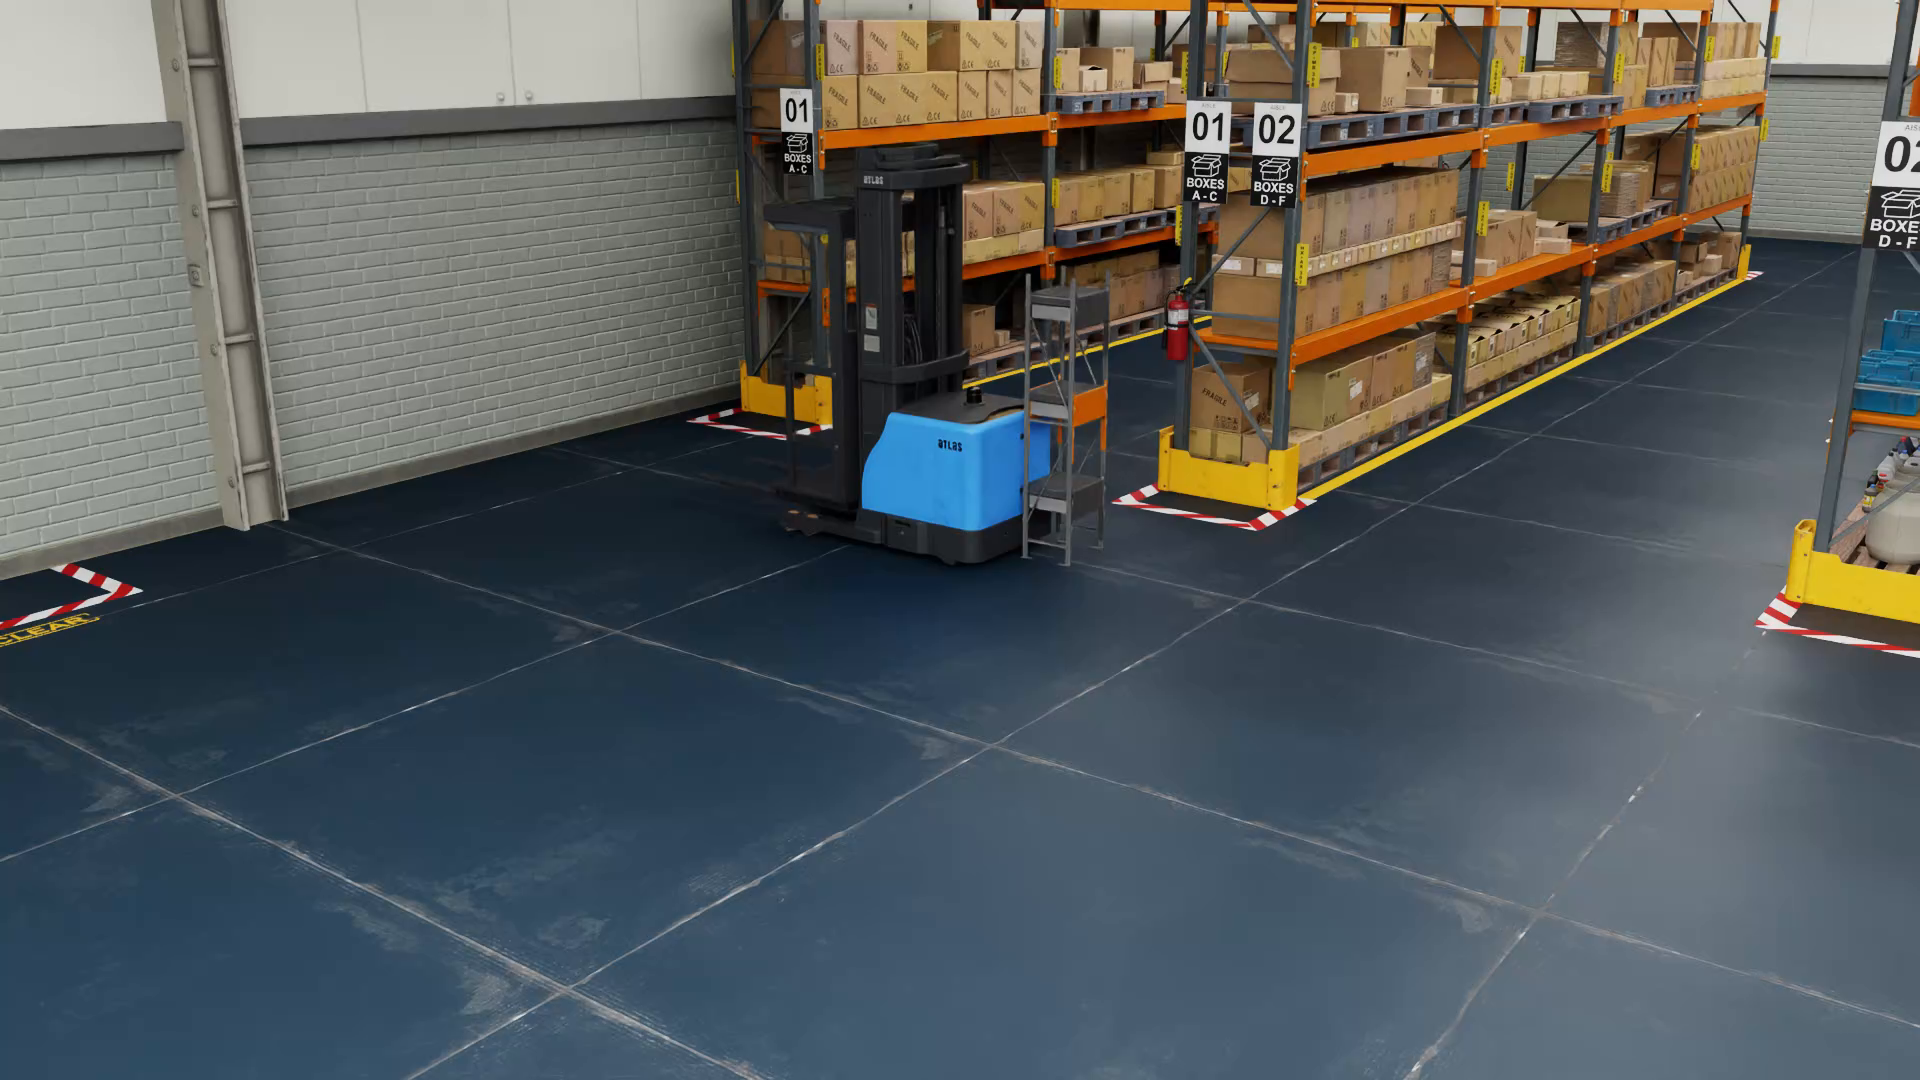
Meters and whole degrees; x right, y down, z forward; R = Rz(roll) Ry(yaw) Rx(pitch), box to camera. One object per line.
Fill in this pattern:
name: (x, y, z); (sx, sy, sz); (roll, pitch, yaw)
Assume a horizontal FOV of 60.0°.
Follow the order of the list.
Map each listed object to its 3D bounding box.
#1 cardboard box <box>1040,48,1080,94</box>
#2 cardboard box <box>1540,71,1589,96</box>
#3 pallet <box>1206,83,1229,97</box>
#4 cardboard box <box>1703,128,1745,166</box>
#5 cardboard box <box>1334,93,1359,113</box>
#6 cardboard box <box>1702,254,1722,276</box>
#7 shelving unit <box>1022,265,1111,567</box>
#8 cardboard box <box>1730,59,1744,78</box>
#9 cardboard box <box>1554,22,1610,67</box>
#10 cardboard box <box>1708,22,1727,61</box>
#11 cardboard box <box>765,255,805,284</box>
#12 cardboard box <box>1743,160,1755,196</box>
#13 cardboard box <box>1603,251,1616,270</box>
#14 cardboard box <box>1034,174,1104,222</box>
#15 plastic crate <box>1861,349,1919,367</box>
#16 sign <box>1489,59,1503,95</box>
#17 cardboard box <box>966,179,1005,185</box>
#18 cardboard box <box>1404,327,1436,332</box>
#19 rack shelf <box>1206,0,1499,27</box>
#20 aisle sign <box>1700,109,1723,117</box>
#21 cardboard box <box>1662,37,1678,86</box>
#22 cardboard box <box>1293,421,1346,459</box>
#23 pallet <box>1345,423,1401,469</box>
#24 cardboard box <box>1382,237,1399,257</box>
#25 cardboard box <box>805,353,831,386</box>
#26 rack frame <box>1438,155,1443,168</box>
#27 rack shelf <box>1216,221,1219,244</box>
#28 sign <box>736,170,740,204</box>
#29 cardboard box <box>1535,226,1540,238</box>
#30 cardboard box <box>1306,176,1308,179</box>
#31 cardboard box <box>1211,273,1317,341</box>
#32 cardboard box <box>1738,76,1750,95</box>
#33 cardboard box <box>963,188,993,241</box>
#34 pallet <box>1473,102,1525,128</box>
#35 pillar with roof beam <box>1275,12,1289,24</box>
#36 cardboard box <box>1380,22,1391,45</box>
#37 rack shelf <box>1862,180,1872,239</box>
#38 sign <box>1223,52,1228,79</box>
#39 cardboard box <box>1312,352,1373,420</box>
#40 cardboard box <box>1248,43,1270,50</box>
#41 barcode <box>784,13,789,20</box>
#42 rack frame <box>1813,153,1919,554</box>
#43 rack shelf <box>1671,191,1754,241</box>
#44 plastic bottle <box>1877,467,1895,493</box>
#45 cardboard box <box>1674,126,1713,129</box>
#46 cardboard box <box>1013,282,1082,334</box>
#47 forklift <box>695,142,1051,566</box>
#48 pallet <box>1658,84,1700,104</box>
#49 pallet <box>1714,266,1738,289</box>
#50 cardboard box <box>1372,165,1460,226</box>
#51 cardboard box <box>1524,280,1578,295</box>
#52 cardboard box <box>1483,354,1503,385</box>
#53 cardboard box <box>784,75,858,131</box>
cardboard box: (1.035, -5.435, 19.254); (0.500, 0.500, 0.500); (16, 24, 42)
cardboard box: (6.784, -5.160, 18.789); (0.500, 0.250, 0.500); (11, 20, 31)
pallet: (3.369, -6.096, 22.577); (1.213, 0.211, 1.003); (14, 22, 37)
cardboard box: (11.125, -5.748, 24.341); (0.500, 0.500, 0.500); (13, 22, 36)
cardboard box: (3.085, -3.640, 13.830); (0.380, 0.149, 0.250); (12, 21, 35)
cardboard box: (11.059, -4.125, 24.864); (0.500, 0.250, 0.500); (12, 21, 35)
shelving unit: (0.769, -0.899, 12.098); (0.431, 2.100, 0.503); (11, 21, 32)
cardboard box: (10.783, -6.696, 23.602); (0.500, 0.250, 0.500); (12, 21, 35)
cardboard box: (7.274, -5.777, 19.377); (0.500, 0.500, 0.500); (12, 21, 35)
cardboard box: (10.063, -6.844, 22.812); (0.700, 0.500, 0.500); (12, 21, 35)
cardboard box: (-1.616, -2.769, 16.822); (0.500, 0.250, 0.500); (13, 21, 35)
cardboard box: (11.727, -5.515, 25.277); (0.500, 0.500, 0.500); (13, 22, 36)
cardboard box: (8.312, -3.734, 21.917); (0.500, 0.250, 0.500); (12, 21, 35)
cardboard box: (1.314, -4.143, 20.118); (0.700, 0.500, 0.500); (15, 23, 40)
plastic crate: (6.667, -1.190, 11.768); (0.499, 0.251, 0.408); (12, 21, 35)
sign: (5.072, -4.383, 15.738); (0.100, 0.325, 0.005); (12, 21, 35)
cardboard box: (0.197, -3.859, 19.069); (0.500, 0.500, 0.500); (12, 21, 33)
cardboard box: (4.636, -2.066, 17.322); (0.500, 0.311, 0.500); (12, 21, 35)
rack shelf: (3.434, -4.618, 14.329); (1.077, 0.370, 4.000); (12, 21, 35)
aisle sign: (11.580, -6.932, 25.624); (0.394, 0.787, 0.004); (12, 21, 35)
cardboard box: (9.033, -6.291, 21.841); (0.600, 0.600, 0.600); (10, 20, 30)
cardboard box: (3.035, -0.907, 14.534); (0.500, 0.250, 0.500); (12, 21, 35)
pallet: (3.391, -0.958, 15.474); (1.003, 0.211, 1.213); (12, 21, 35)
cardboard box: (3.722, -2.653, 14.966); (0.380, 0.149, 0.250); (13, 22, 36)
cardboard box: (-1.254, -1.761, 17.147); (0.500, 0.311, 0.500); (10, 20, 29)
rack frame: (7.795, -6.497, 28.606); (1.000, 3.000, 0.127); (12, 21, 35)
rack shelf: (4.220, -4.724, 24.111); (1.077, 0.370, 4.000); (12, 21, 35)
sign: (-2.172, -3.492, 16.447); (0.100, 0.325, 0.005); (12, 21, 35)
cardboard box: (6.320, -3.495, 19.092); (0.500, 0.311, 0.500); (12, 21, 34)
cardboard box: (4.737, -5.347, 24.201); (0.500, 0.500, 0.500); (12, 21, 35)
cardboard box: (2.530, -1.968, 13.854); (0.700, 0.500, 0.500); (12, 21, 35)
cardboard box: (11.087, -6.575, 24.055); (0.500, 0.250, 0.500); (12, 21, 35)
cardboard box: (0.010, -3.529, 18.006); (0.500, 0.500, 0.500); (12, 21, 33)
pallet: (5.140, -4.317, 16.854); (0.805, 0.209, 1.217); (11, 21, 33)
pillar with roof beam: (8.591, -7.968, 23.228); (9.100, 9.000, 0.400); (12, 21, 35)
cardboard box: (6.363, -7.755, 25.712); (0.500, 0.500, 0.500); (12, 21, 34)
rack shelf: (7.409, -2.500, 11.893); (1.077, 0.370, 4.000); (12, 21, 35)
sign: (3.463, -6.174, 21.638); (0.100, 0.325, 0.005); (12, 21, 35)
cardboard box: (3.324, -1.386, 14.813); (0.500, 0.500, 0.500); (12, 21, 35)
cardboard box: (3.885, -6.672, 23.203); (0.700, 0.500, 0.500); (14, 22, 37)
barcode: (-1.717, -5.187, 16.467); (0.001, 0.075, 0.075); (12, 21, 35)
rack frame: (6.218, -0.935, 10.697); (1.000, 3.000, 0.127); (12, 21, 35)
rack shelf: (10.584, -4.802, 24.363); (1.077, 0.370, 4.000); (12, 21, 35)
plastic bottle: (7.132, -0.414, 12.871); (0.152, 0.276, 0.135); (13, 21, 35)
cardboard box: (10.994, -5.962, 25.031); (0.500, 0.500, 0.500); (13, 21, 35)
cardboard box: (1.070, -2.833, 20.282); (0.700, 0.500, 0.500); (13, 22, 37)
forklift: (-0.788, -1.543, 12.771); (3.031, 2.935, 1.130); (13, 21, 35)
pallet: (8.947, -5.869, 21.845); (1.213, 0.211, 1.003); (12, 21, 35)
pallet: (11.256, -4.082, 25.533); (1.003, 0.211, 1.213); (12, 21, 35)
cardboard box: (4.366, -3.324, 16.035); (0.700, 0.500, 0.500); (13, 21, 35)
cardboard box: (7.377, -2.997, 20.811); (0.500, 0.500, 0.500); (13, 22, 37)
cardboard box: (5.370, -1.825, 17.492); (0.500, 0.250, 0.500); (13, 22, 36)
cardboard box: (-1.339, -4.211, 15.986); (0.500, 0.500, 0.500); (13, 22, 36)
